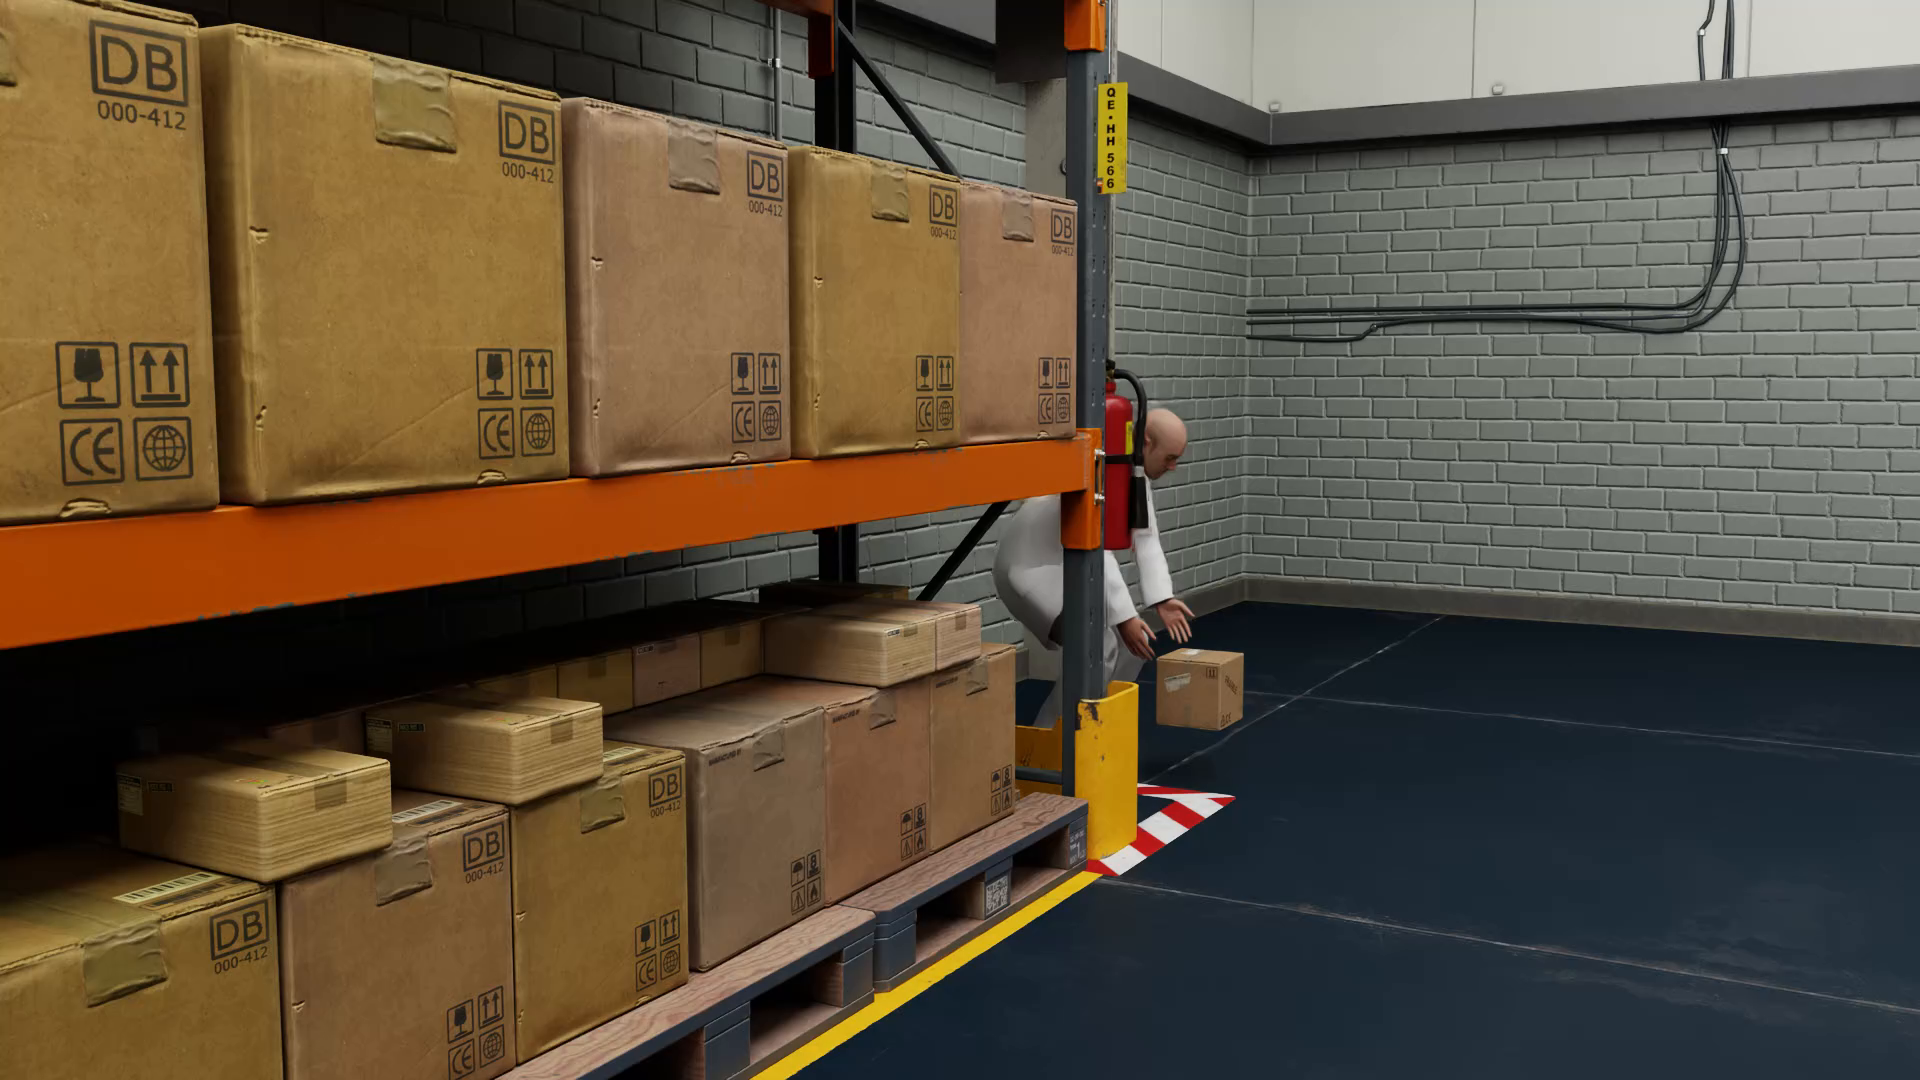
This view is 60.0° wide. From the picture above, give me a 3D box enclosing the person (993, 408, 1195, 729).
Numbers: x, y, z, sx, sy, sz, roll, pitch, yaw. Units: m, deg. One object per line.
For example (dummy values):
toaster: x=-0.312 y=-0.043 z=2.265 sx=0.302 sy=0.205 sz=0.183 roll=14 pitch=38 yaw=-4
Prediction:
person: x=0.507 y=0.174 z=6.409 sx=0.750 sy=1.365 sz=0.631 roll=3 pitch=7 yaw=29
